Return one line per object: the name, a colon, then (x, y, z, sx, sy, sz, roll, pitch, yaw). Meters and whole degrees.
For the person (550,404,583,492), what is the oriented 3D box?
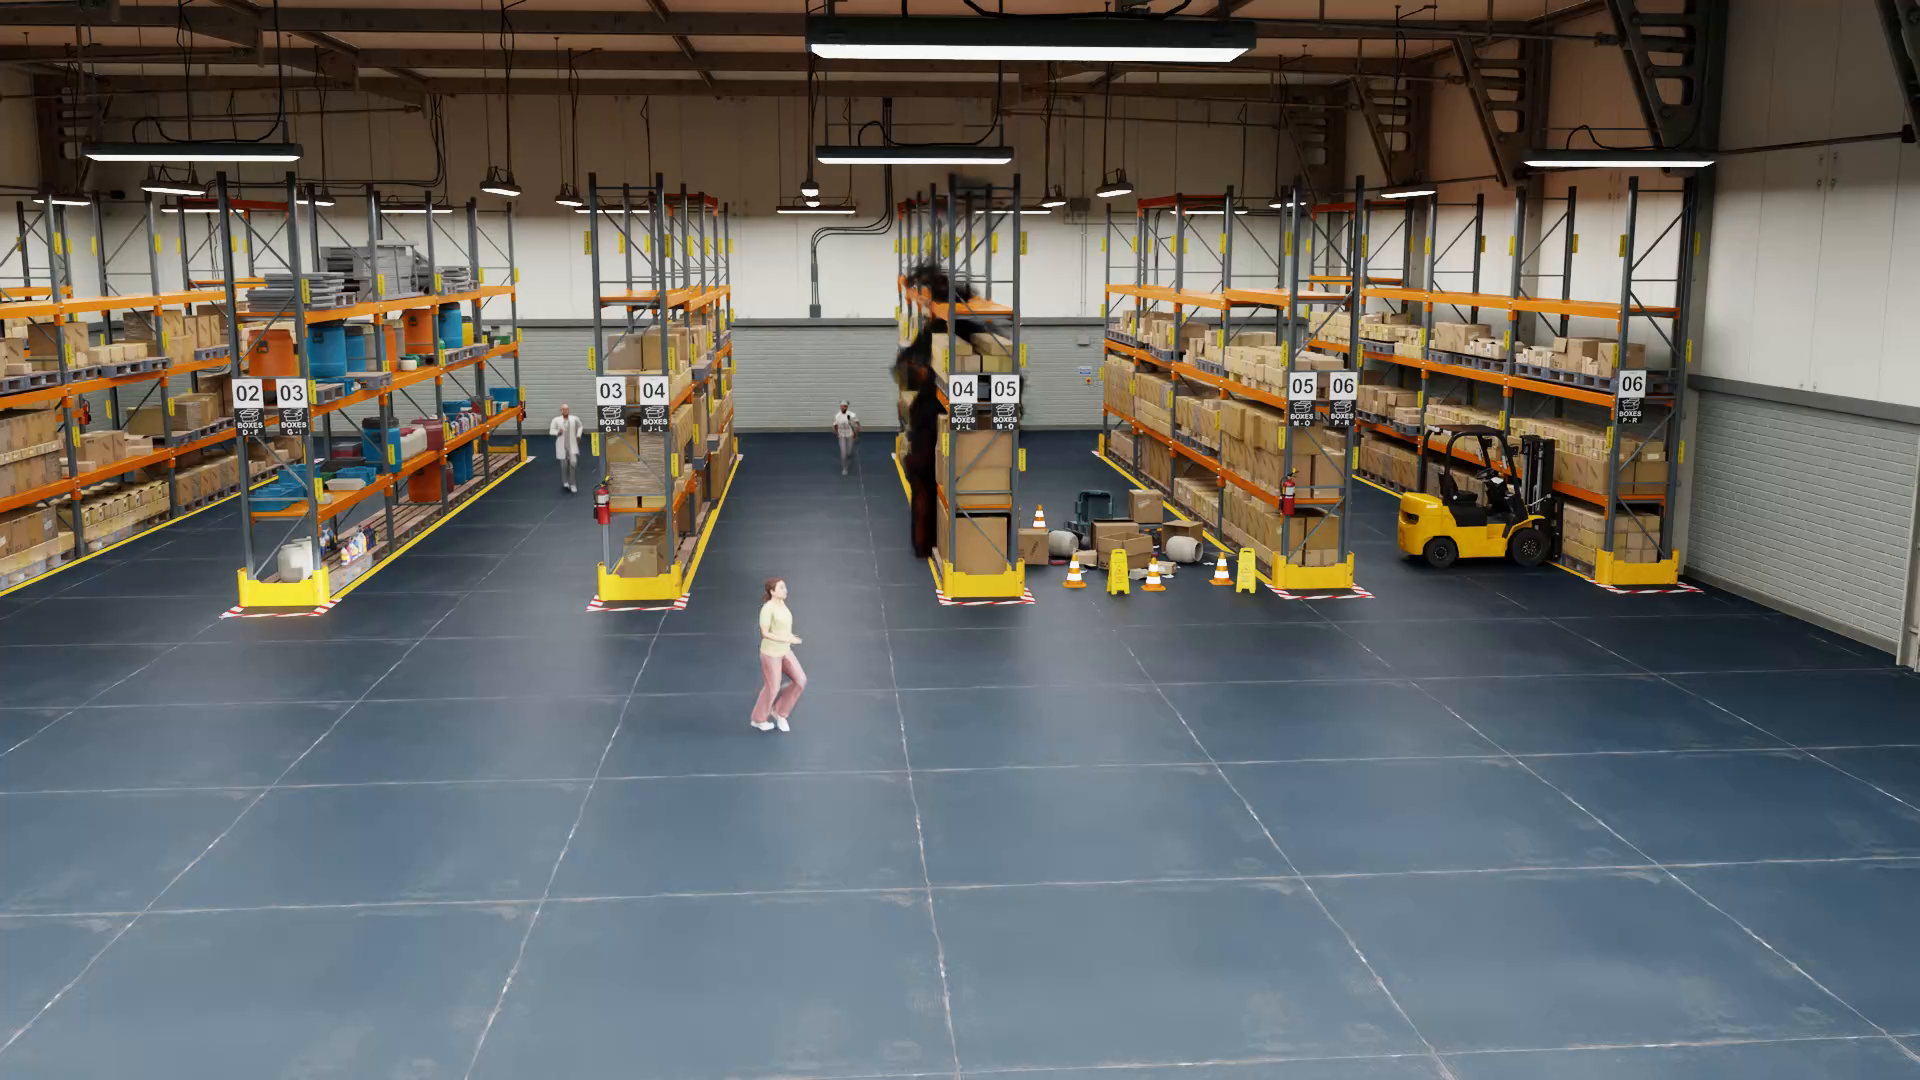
person: (-8.104, -1.886, 34.322, 0.684, 1.831, 0.771, -3, 10, -15)

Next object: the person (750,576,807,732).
person: (-1.880, 1.195, 17.216, 0.653, 1.681, 0.596, 5, 11, 24)

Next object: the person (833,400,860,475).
person: (-2.529, -2.301, 37.004, 0.594, 1.669, 0.607, 1, 10, 4)
